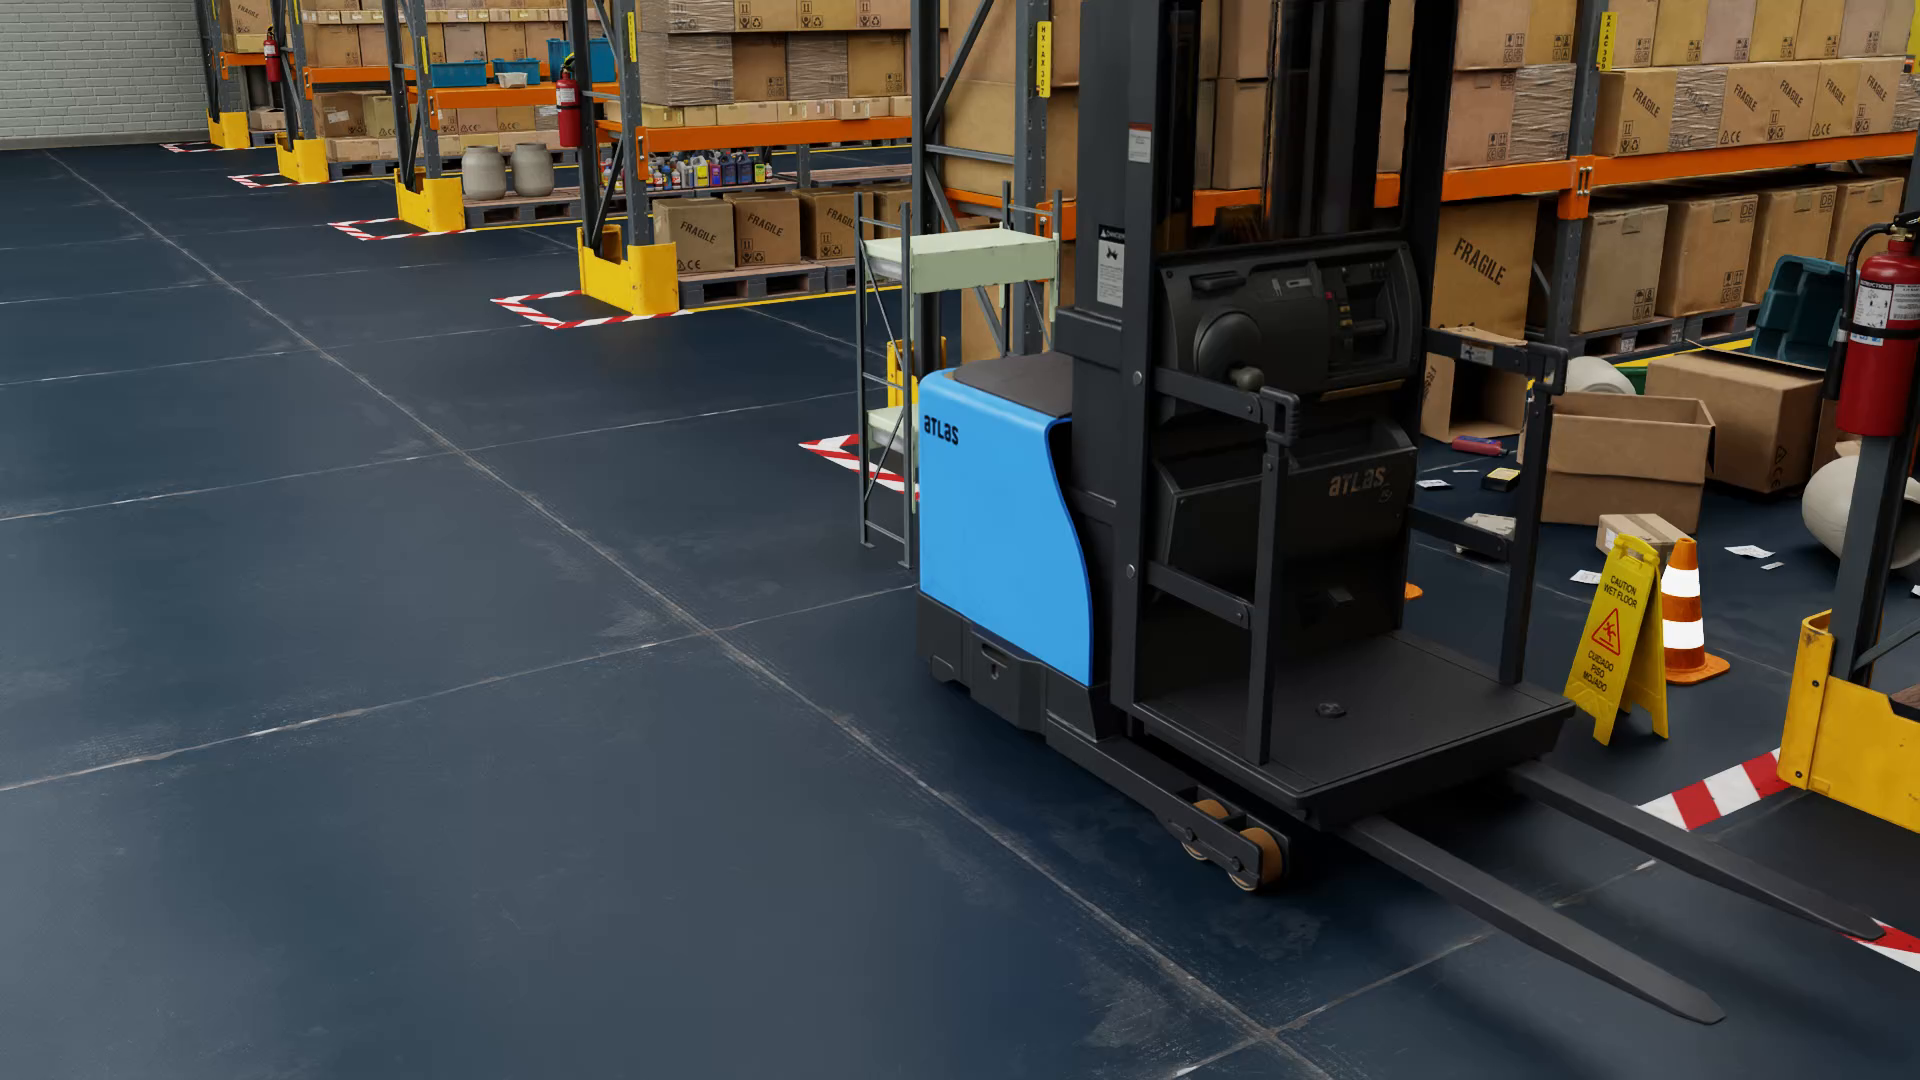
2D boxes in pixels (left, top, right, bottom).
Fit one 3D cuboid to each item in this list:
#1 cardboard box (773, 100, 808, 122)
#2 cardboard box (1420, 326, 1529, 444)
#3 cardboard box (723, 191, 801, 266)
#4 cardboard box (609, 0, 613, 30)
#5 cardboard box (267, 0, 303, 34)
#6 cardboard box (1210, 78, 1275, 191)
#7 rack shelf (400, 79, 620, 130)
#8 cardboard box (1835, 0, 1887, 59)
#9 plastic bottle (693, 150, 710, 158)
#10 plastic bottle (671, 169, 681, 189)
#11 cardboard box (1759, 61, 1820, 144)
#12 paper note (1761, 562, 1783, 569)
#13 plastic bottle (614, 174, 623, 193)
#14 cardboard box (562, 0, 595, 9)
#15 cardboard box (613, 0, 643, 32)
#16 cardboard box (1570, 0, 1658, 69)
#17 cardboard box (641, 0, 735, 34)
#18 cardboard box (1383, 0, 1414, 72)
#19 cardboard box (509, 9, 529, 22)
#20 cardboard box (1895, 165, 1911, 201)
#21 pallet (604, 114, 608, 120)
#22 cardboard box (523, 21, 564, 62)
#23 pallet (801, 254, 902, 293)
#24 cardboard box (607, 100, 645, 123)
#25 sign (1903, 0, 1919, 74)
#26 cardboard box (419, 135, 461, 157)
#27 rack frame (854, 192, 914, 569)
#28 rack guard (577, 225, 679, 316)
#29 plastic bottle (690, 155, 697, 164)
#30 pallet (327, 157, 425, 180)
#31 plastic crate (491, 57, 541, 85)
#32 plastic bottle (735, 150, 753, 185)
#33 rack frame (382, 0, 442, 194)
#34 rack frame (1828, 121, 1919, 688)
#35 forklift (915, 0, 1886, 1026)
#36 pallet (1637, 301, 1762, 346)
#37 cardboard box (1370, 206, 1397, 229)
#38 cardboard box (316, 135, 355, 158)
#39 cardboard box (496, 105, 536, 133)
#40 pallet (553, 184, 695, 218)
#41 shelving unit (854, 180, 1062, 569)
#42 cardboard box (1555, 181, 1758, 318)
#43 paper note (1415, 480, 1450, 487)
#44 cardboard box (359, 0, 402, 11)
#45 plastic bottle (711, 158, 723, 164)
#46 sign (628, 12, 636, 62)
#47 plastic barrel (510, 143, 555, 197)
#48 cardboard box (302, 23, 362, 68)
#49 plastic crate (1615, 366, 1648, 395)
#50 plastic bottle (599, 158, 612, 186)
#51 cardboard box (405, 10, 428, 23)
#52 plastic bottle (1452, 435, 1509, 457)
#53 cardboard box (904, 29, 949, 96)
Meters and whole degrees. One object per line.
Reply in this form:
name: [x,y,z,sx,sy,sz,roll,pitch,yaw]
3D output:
cardboard box: [-1.351,-3.250,12.565,0.250,0.149,0.380,-12,22,-31]
cardboard box: [2.686,-0.841,8.947,0.500,0.500,0.500,-8,20,-22]
cardboard box: [-1.555,-2.446,13.044,0.500,0.500,0.500,-6,20,-17]
cardboard box: [-5.473,-8.540,26.980,0.500,0.500,0.700,-12,22,-31]
cardboard box: [-9.757,-7.568,23.979,0.500,0.500,0.500,-12,22,-31]
cardboard box: [1.346,-2.183,8.785,0.550,0.550,0.875,-12,22,-31]
rack shelf: [-3.620,-4.548,17.137,4.000,0.370,1.077,-12,22,-31]
cardboard box: [5.956,-3.631,11.585,0.500,0.500,0.700,-12,22,-32]
plastic bottle: [-2.852,-4.163,18.325,0.185,0.351,0.144,-11,22,-30]
plastic bottle: [-2.981,-3.787,17.444,0.097,0.201,0.097,0,19,0]
cardboard box: [5.269,-2.905,10.999,0.500,0.500,0.500,-12,22,-31]
paper note: [3.380,0.107,6.914,0.123,0.001,0.032,-12,22,-31]
plastic bottle: [-3.518,-3.673,17.109,0.097,0.201,0.097,0,19,0]
cardboard box: [-5.038,-7.149,21.524,0.500,0.500,0.700,-12,22,-31]
cardboard box: [-2.243,-4.036,12.319,0.500,0.500,0.500,-12,22,-31]
cardboard box: [3.829,-3.182,10.255,0.500,0.500,0.700,-12,22,-32]
cardboard box: [-1.957,-3.897,11.908,0.500,0.500,0.500,-12,22,-31]
cardboard box: [2.169,-2.912,9.255,0.550,0.550,0.875,-12,22,-31]
cardboard box: [-5.631,-6.637,21.025,0.250,0.149,0.380,-12,22,-32]
cardboard box: [7.467,-2.703,12.632,0.500,0.250,0.500,-13,23,-34]
pallet: [-5.729,-6.924,27.395,1.213,0.211,1.003,-12,22,-31]
cardboard box: [-5.475,-6.439,21.452,0.500,0.500,0.700,-12,22,-32]
pallet: [-0.787,-2.251,13.574,1.213,0.211,1.003,-12,22,-31]
cardboard box: [-2.442,-3.198,12.413,0.250,0.149,0.380,-12,22,-31]
sign: [2.595,-1.411,4.433,0.005,0.325,0.100,-12,22,-31]
cardboard box: [-6.608,-4.970,20.900,0.500,0.250,0.500,-12,22,-31]
rack frame: [-0.311,-0.645,6.810,0.023,1.500,0.400,-12,22,-31]
rack guard: [-2.503,-2.041,12.500,0.348,0.500,1.175,-12,22,-31]
plastic bottle: [-2.907,-4.068,18.166,0.097,0.271,0.097,0,19,0]
pallet: [-7.396,-4.687,20.778,1.213,0.211,1.003,-12,22,-31]
plastic crate: [-4.492,-4.747,16.834,0.408,0.251,0.499,-12,22,-31]
plastic bottle: [-2.329,-4.004,17.854,0.185,0.351,0.144,-13,22,-33]
rack frame: [-5.291,-4.536,15.979,0.127,3.000,1.000,-12,22,-31]
rack frame: [2.884,-0.561,4.220,0.127,3.000,1.000,-12,22,-31]
forklift: [1.058,-0.619,4.500,1.130,2.935,3.031,-11,22,-31]
pallet: [5.041,-1.623,11.715,1.213,0.211,1.003,-12,22,-31]
cardboard box: [2.103,-1.512,9.696,0.875,0.875,0.875,-12,22,-31]
cardboard box: [-7.726,-4.932,20.787,0.500,0.250,0.500,-12,22,-31]
cardboard box: [-5.778,-5.504,21.308,0.500,0.500,0.500,-12,22,-31]
pallet: [-3.554,-3.597,17.553,1.213,0.211,1.003,-12,22,-31]
shelving unit: [-0.006,-0.709,7.001,0.755,1.500,0.431,-12,22,-31]
cardboard box: [4.694,-2.007,11.355,0.750,0.750,1.050,-12,22,-31]
paper note: [2.286,-0.274,8.011,0.142,0.017,0.144,-4,19,-13]
cardboard box: [-7.134,-6.706,20.215,0.500,0.500,0.700,-13,22,-33]
plastic bottle: [-2.592,-3.970,17.870,0.135,0.276,0.152,-12,22,-31]
sign: [-2.268,-3.476,11.493,0.005,0.325,0.100,-12,22,-31]
plastic barrel: [-4.364,-3.781,16.975,0.421,0.512,0.421,0,19,0]
cardboard box: [-7.615,-5.988,20.117,0.500,0.500,0.700,-12,22,-31]
plastic crate: [3.993,-0.886,9.482,0.662,0.188,0.450,-1,9,-3]
plastic bottle: [-3.772,-3.932,17.758,0.135,0.276,0.152,-12,22,-31]
cardboard box: [-6.704,-6.410,20.354,0.250,0.149,0.380,-13,23,-33]
plastic bottle: [2.697,-0.482,8.574,0.283,0.061,0.133,13,23,34]
cardboard box: [-0.435,-3.848,13.323,0.500,0.500,0.875,-12,22,-31]
